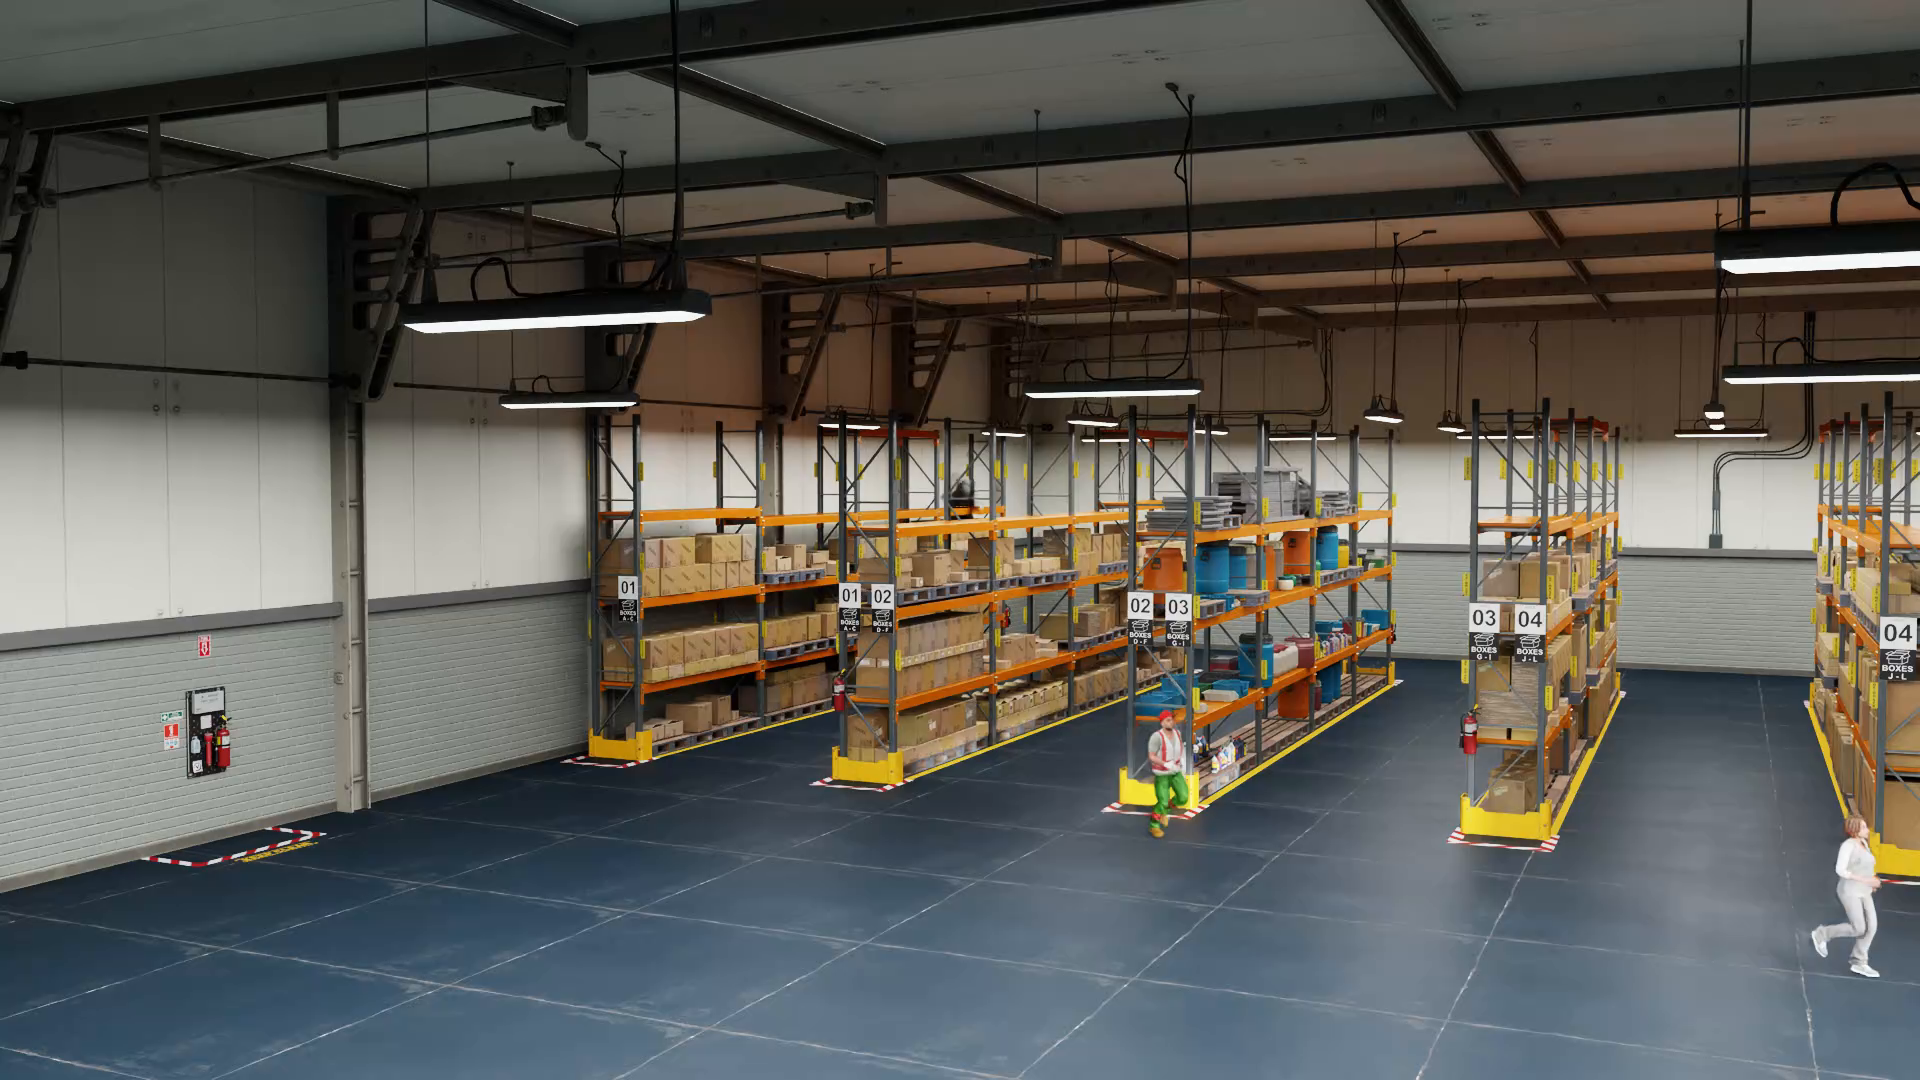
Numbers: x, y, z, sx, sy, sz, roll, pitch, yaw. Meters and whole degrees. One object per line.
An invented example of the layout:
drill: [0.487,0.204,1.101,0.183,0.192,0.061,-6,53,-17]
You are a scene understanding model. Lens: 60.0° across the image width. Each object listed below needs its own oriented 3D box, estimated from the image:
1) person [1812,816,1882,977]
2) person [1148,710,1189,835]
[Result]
person: [8.904,3.534,16.631,0.541,1.565,0.666,-2,3,-38]
person: [2.879,3.192,22.747,0.700,1.737,0.692,-1,3,-30]
